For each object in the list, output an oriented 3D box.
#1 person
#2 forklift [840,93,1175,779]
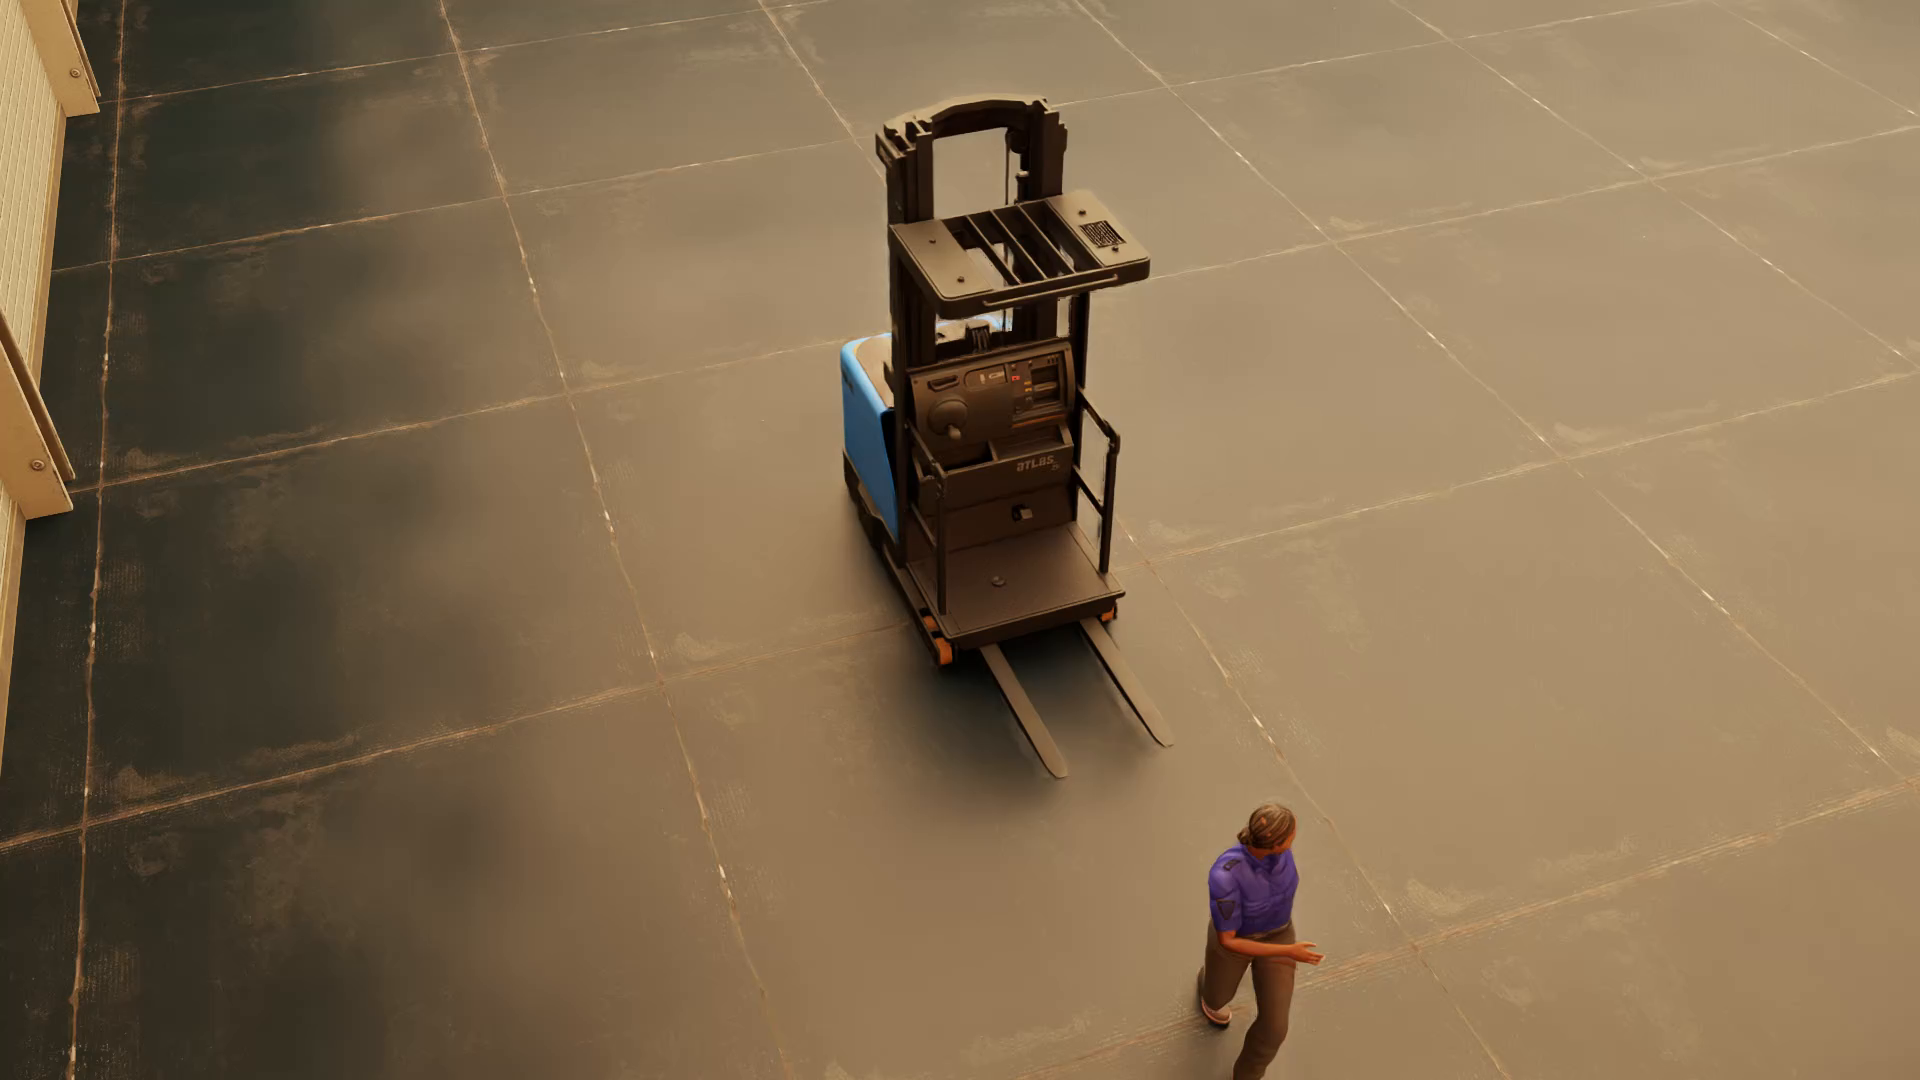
[{"bbox_3d":[1.234,1.699,7.058,0.470,1.608,0.904,-7,41,-8],"label":"person"},{"bbox_3d":[0.263,-0.719,8.853,1.130,2.935,3.031,-14,42,-16],"label":"forklift"}]
